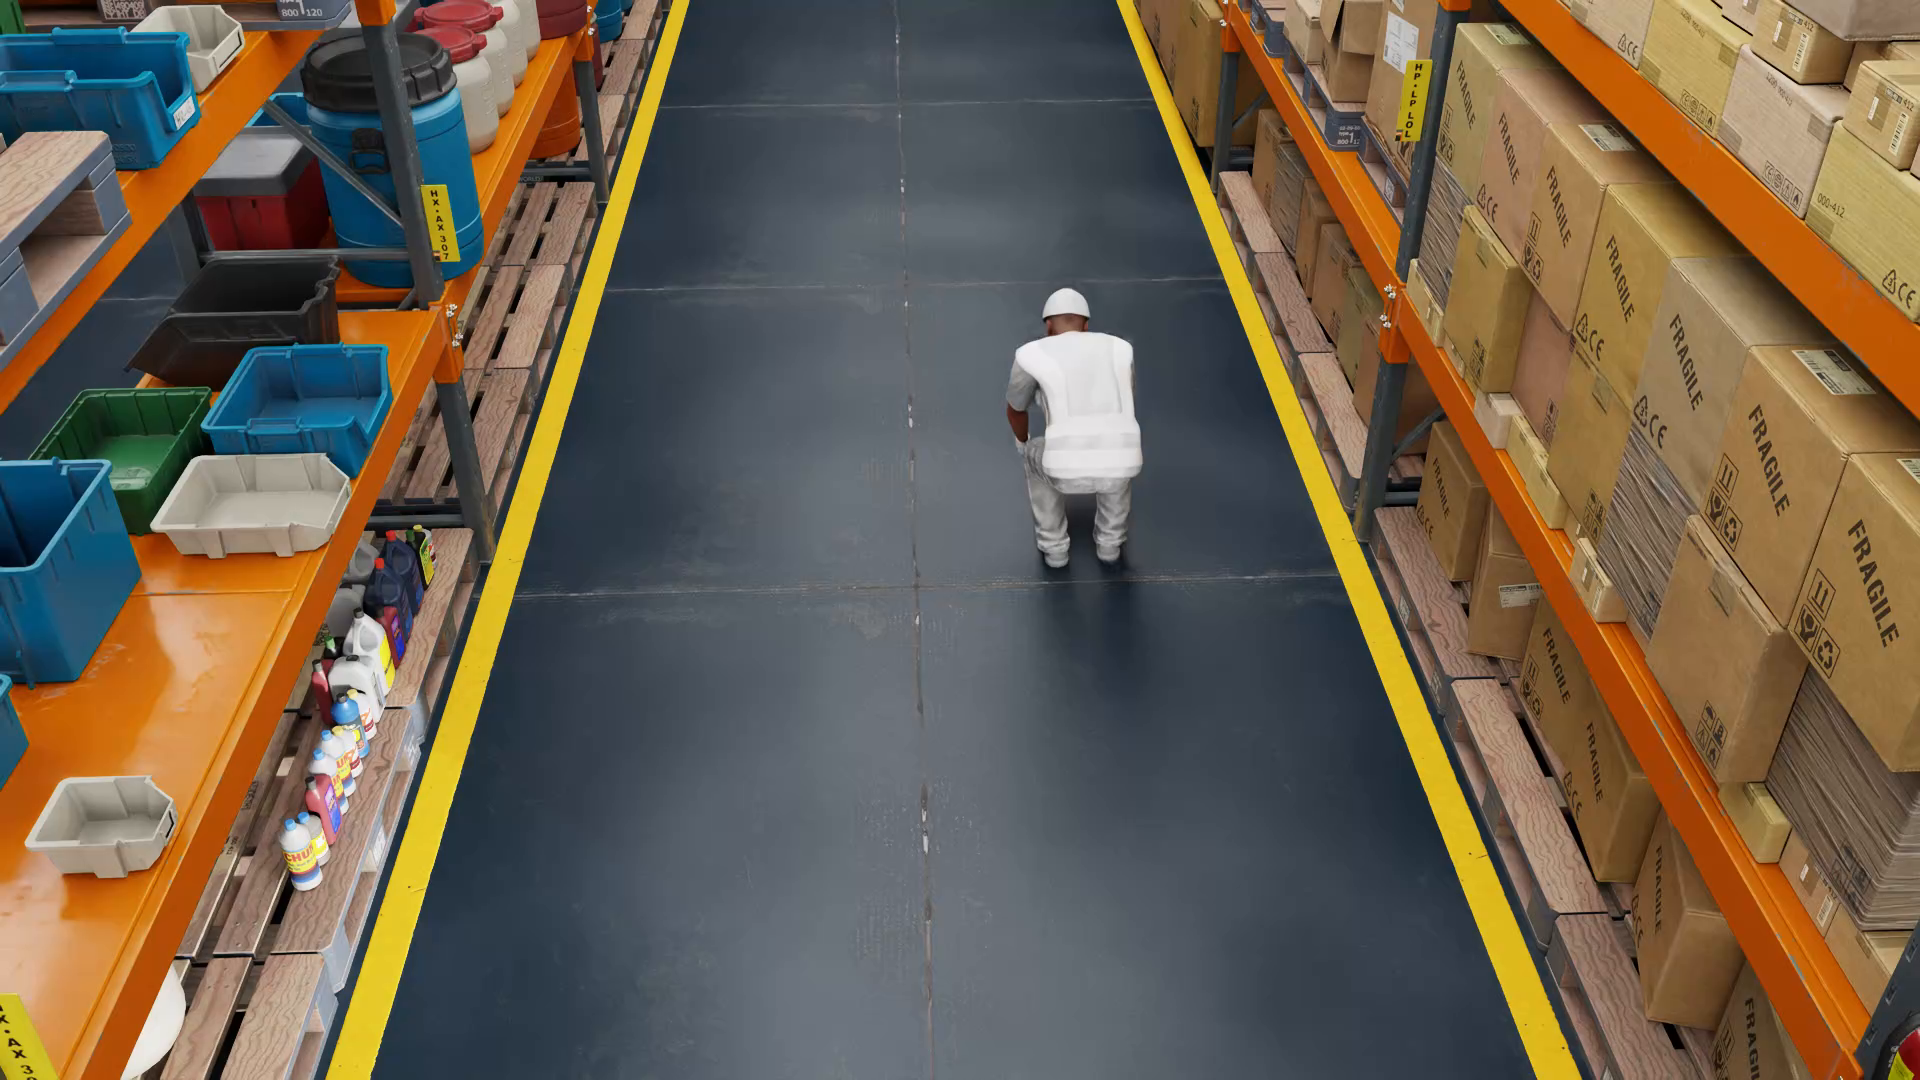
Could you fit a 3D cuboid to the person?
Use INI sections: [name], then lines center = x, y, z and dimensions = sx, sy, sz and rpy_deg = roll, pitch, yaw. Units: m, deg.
[person]
center = 0.504, -0.459, 7.375
dimensions = 0.585, 1.111, 0.869
rpy_deg = -2, 35, -2
